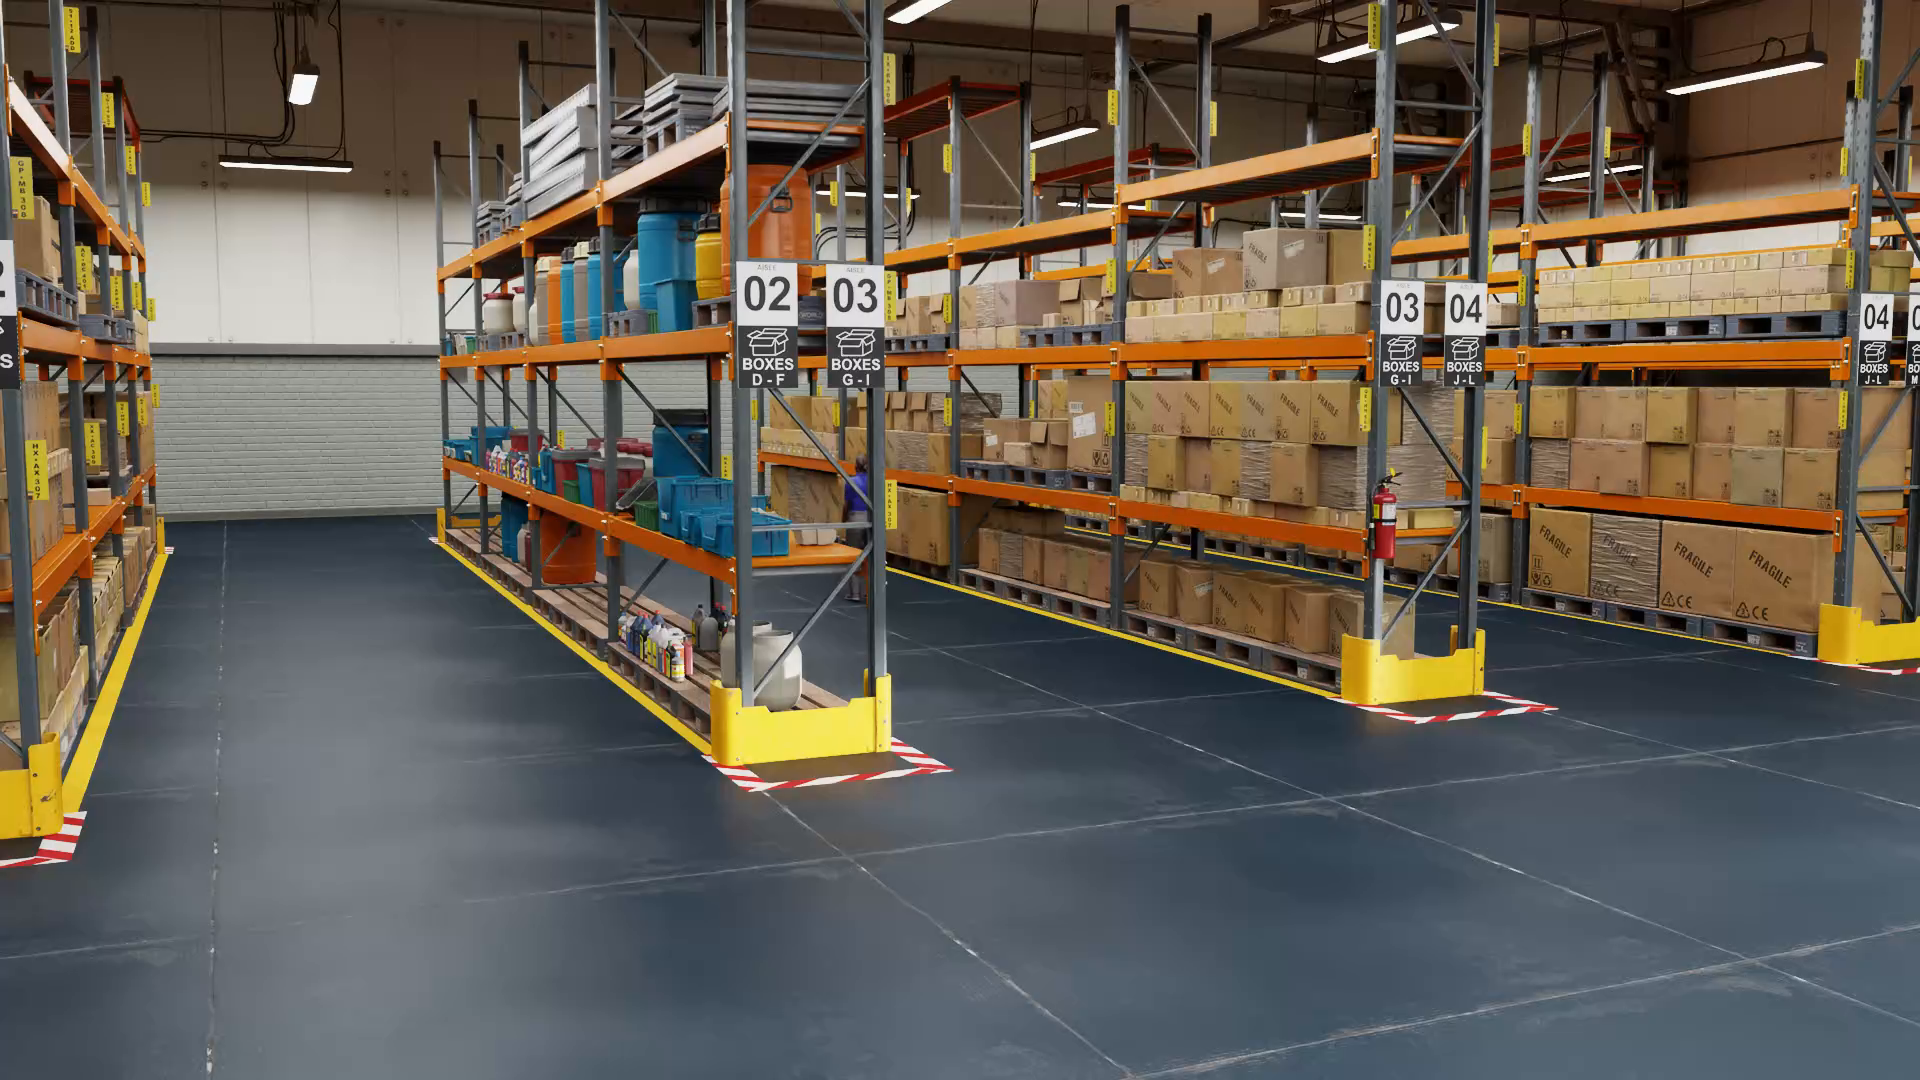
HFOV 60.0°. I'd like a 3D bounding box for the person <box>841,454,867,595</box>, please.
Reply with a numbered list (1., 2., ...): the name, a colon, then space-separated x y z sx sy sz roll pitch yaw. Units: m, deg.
1. person: -1.116 -0.187 18.657 0.451 1.577 0.520 -2 6 -23
